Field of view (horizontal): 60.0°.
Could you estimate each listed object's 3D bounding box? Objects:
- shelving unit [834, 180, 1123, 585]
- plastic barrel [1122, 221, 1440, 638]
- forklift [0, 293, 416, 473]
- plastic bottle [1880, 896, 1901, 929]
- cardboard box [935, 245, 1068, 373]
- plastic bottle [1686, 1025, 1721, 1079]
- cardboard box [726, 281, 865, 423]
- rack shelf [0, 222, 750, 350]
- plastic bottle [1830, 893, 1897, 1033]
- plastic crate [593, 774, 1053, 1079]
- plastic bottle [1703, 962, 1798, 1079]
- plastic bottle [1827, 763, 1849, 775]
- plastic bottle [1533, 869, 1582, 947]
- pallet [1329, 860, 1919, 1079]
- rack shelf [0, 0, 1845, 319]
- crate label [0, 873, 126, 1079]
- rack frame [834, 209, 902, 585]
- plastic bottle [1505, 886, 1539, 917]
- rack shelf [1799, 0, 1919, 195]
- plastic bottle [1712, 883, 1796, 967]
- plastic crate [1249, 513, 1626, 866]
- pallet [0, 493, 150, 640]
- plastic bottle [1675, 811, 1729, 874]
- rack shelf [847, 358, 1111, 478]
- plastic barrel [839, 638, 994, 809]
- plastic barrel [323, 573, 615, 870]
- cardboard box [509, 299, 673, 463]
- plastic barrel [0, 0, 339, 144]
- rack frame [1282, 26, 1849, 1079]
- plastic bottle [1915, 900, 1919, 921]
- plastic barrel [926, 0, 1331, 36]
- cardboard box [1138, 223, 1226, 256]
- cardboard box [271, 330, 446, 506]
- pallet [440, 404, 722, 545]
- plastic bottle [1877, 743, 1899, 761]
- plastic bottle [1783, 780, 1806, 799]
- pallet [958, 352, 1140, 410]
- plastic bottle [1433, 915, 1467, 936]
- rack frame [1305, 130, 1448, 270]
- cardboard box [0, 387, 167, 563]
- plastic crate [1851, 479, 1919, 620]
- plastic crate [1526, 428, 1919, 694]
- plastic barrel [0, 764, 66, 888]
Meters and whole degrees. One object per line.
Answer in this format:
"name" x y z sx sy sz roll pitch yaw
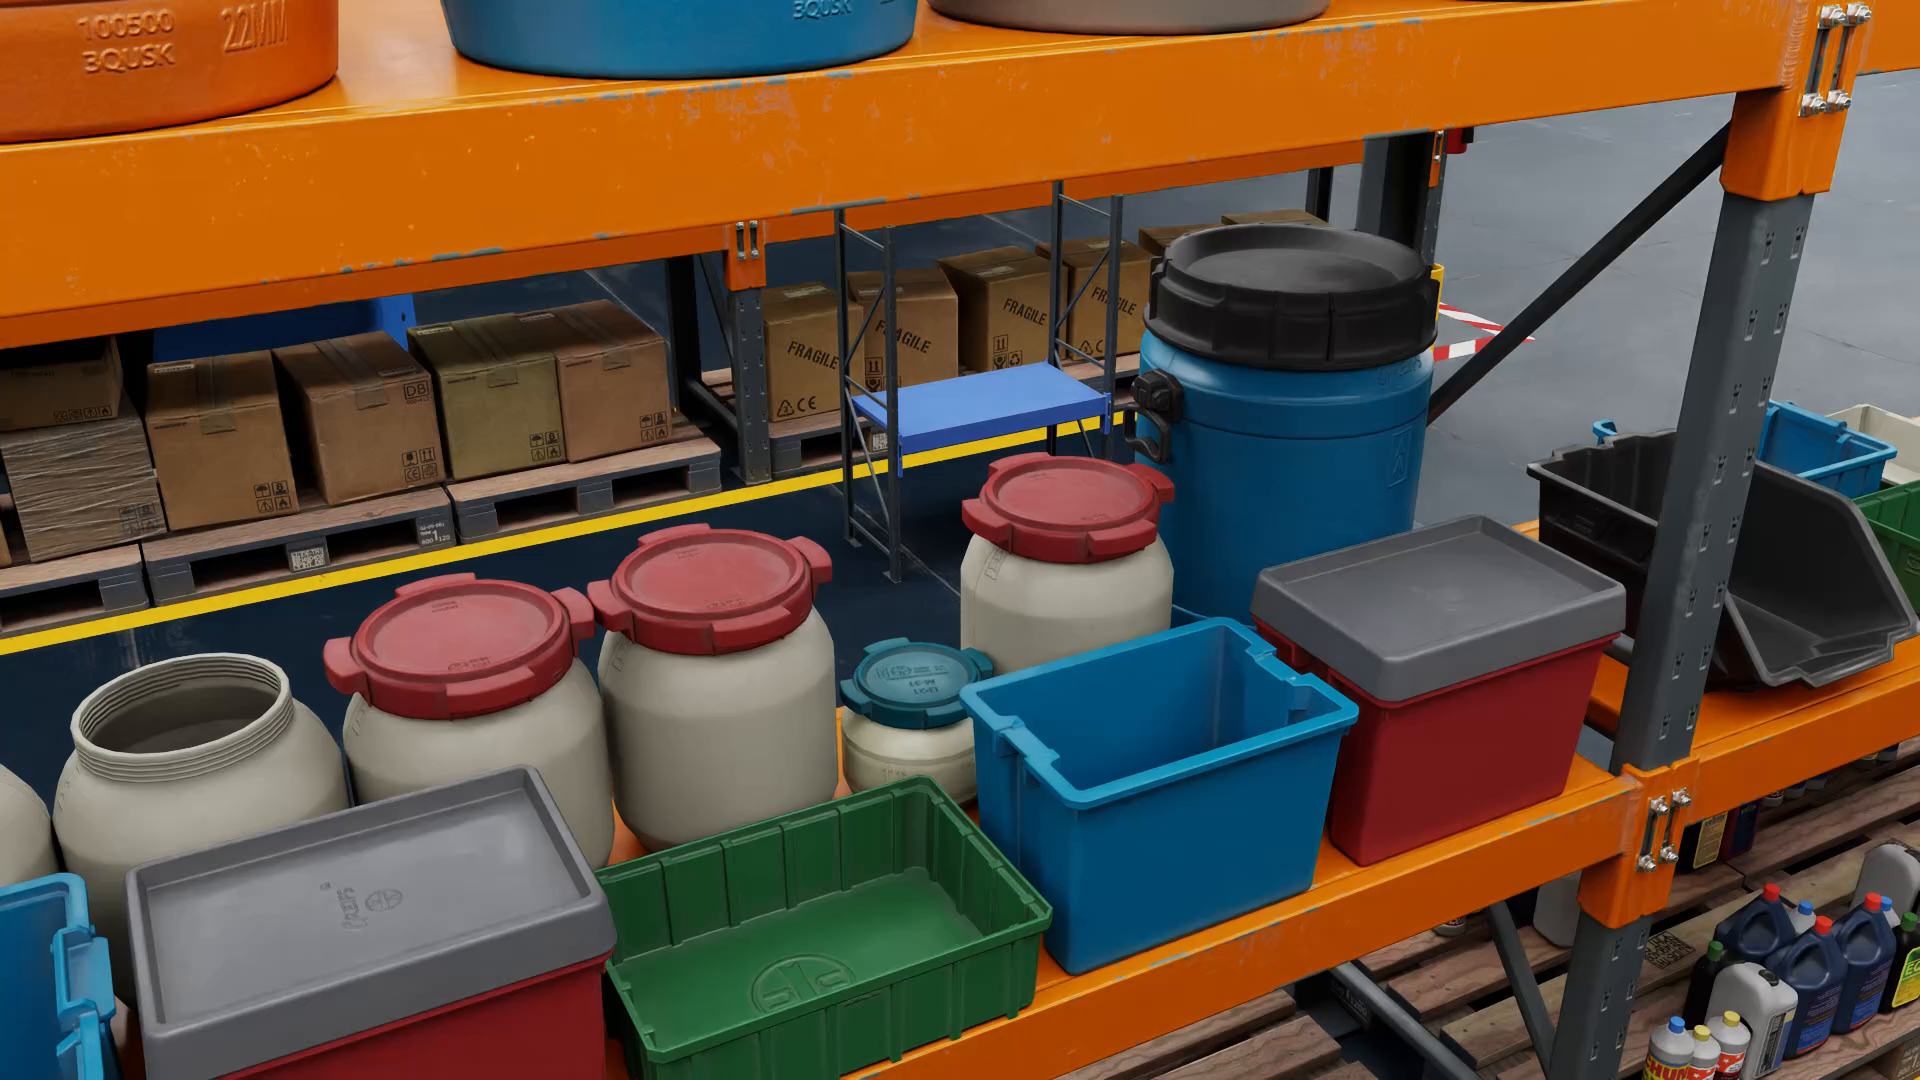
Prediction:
"shelving unit" 0.075 -0.693 6.962 1.048 1.500 0.538 -13 29 -25
"plastic barrel" 0.676 -0.171 3.561 0.708 0.901 0.600 -13 29 -25
"forklift" -4.314 -1.879 7.778 3.031 2.935 1.130 -4 26 -8
"plastic bottle" 2.346 1.035 4.273 0.097 0.271 0.097 0 26 0
"cardboard box" 0.213 -1.204 8.695 0.500 0.500 0.500 -16 30 -30
"plastic bottle" 1.736 1.237 3.933 0.097 0.201 0.097 0 26 0
"cardboard box" -0.800 -0.928 8.121 0.500 0.500 0.500 -14 29 -27
"rack shelf" -2.936 -1.068 6.840 4.000 0.370 1.077 -13 29 -25
"plastic bottle" 2.233 1.043 4.163 0.185 0.351 0.144 -14 29 -27
"plastic crate" -0.245 0.650 2.675 0.662 0.188 0.450 -13 29 -25
"plastic bottle" 1.919 1.148 4.032 0.135 0.276 0.152 -12 28 -23
"plastic bottle" 2.734 0.593 5.180 0.133 0.283 0.061 -12 28 -24
"plastic bottle" 1.660 0.902 4.459 0.185 0.351 0.144 -13 29 -25
"pallet" 1.772 1.228 4.448 1.213 0.211 1.003 -13 29 -25
"rack shelf" -0.605 -0.529 2.251 4.000 0.370 1.077 -13 29 -25
"crate label" -1.366 0.792 2.095 0.616 0.435 0.502 -13 29 -25
"rack frame" -0.373 -0.590 6.746 0.032 1.500 0.500 -13 29 -25
"plastic bottle" 1.592 0.847 4.573 0.185 0.351 0.144 -14 29 -26
"rack shelf" 2.924 -1.343 3.948 4.000 0.370 1.077 -13 29 -25
"plastic bottle" 1.999 1.027 4.198 0.185 0.351 0.144 -13 29 -25
"plastic crate" 0.876 0.279 3.130 0.583 0.464 0.402 -13 29 -25
"pallet" -4.011 0.114 6.770 1.213 0.211 1.003 -13 29 -25
"plastic bottle" 2.117 0.806 4.736 0.133 0.283 0.061 -13 29 -25
"rack shelf" 0.075 -0.531 7.039 1.000 0.185 0.538 -13 29 -25
"plastic barrel" -0.081 0.365 3.183 0.301 0.262 0.301 0 26 0
"plastic barrel" -0.817 0.379 2.837 0.433 0.535 0.433 0 26 0
"cardboard box" -1.723 -0.754 7.735 0.500 0.500 0.700 -15 30 -29
"plastic barrel" -0.966 -0.857 1.607 0.708 0.830 0.600 -13 29 -25
"rack frame" 1.159 0.092 3.593 0.127 3.000 1.000 -13 29 -25
"plastic bottle" 2.608 0.957 4.344 0.185 0.351 0.144 -13 29 -25
"plastic barrel" 0.236 -1.167 2.169 0.600 0.901 0.600 0 26 0
"cardboard box" 1.288 -1.421 9.147 0.500 0.500 0.500 -6 26 -12
"cardboard box" -2.646 -0.550 7.310 0.500 0.500 0.700 -16 30 -29
"pallet" -1.858 -0.383 7.805 1.213 0.211 1.003 -13 29 -25
"plastic bottle" 2.942 0.559 5.264 0.097 0.271 0.097 0 26 0
"plastic bottle" 2.552 0.649 5.076 0.097 0.271 0.097 0 26 0
"pallet" 0.482 -0.943 8.970 1.213 0.211 1.003 -13 29 -25
"plastic bottle" 1.333 0.962 4.505 0.097 0.201 0.097 0 26 0
"rack frame" 2.358 -2.614 9.229 0.127 3.000 1.000 -13 29 -25
"cardboard box" -3.636 -0.318 6.827 0.500 0.500 0.700 -16 30 -29
"plastic crate" 2.490 0.019 3.990 0.662 0.188 0.450 -13 29 -25
"plastic crate" 1.681 0.062 3.727 0.504 0.338 0.767 -13 29 -25
"plastic barrel" -1.563 0.565 2.478 0.421 0.512 0.421 0 26 0
